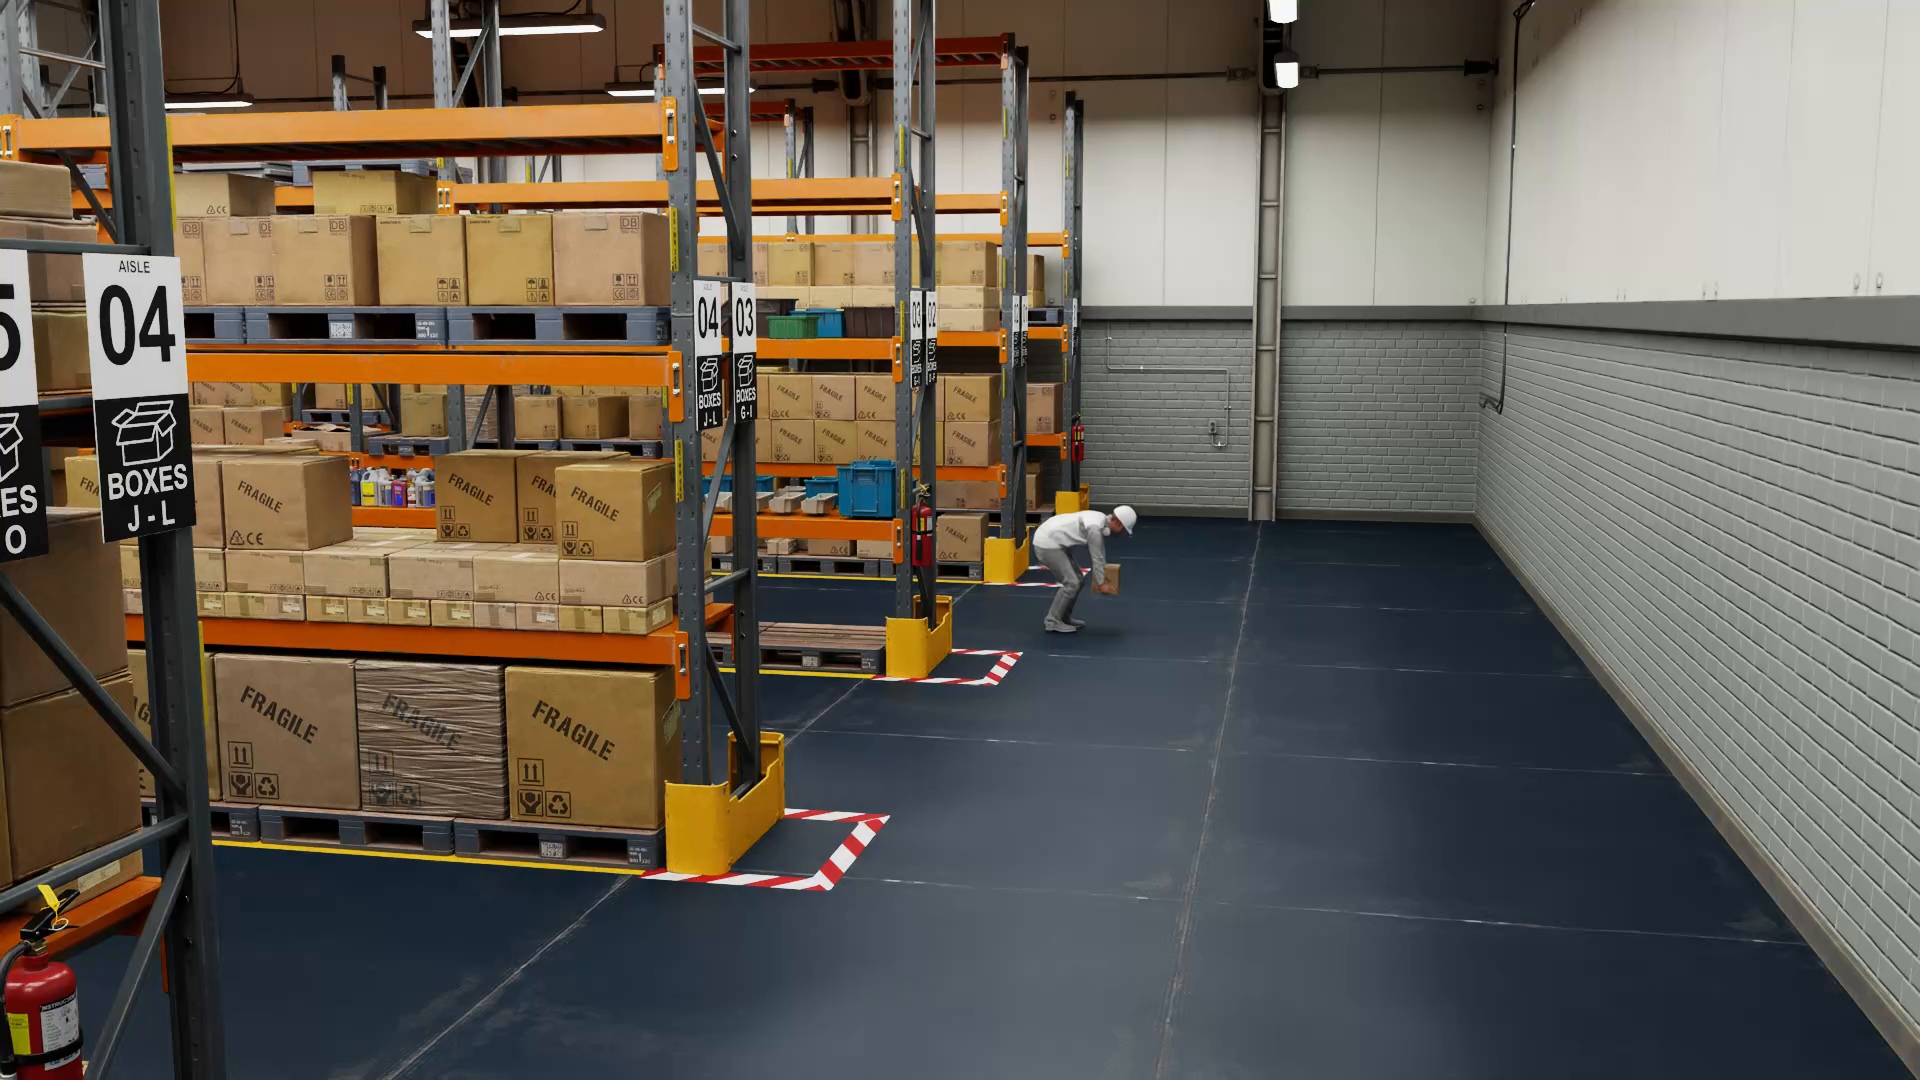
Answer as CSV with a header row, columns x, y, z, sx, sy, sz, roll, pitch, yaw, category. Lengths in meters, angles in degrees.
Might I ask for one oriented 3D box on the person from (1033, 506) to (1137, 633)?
x,y,z,sx,sy,sz,roll,pitch,yaw,category
1.185,0.266,15.873,0.980,1.204,0.485,1,8,9,person
